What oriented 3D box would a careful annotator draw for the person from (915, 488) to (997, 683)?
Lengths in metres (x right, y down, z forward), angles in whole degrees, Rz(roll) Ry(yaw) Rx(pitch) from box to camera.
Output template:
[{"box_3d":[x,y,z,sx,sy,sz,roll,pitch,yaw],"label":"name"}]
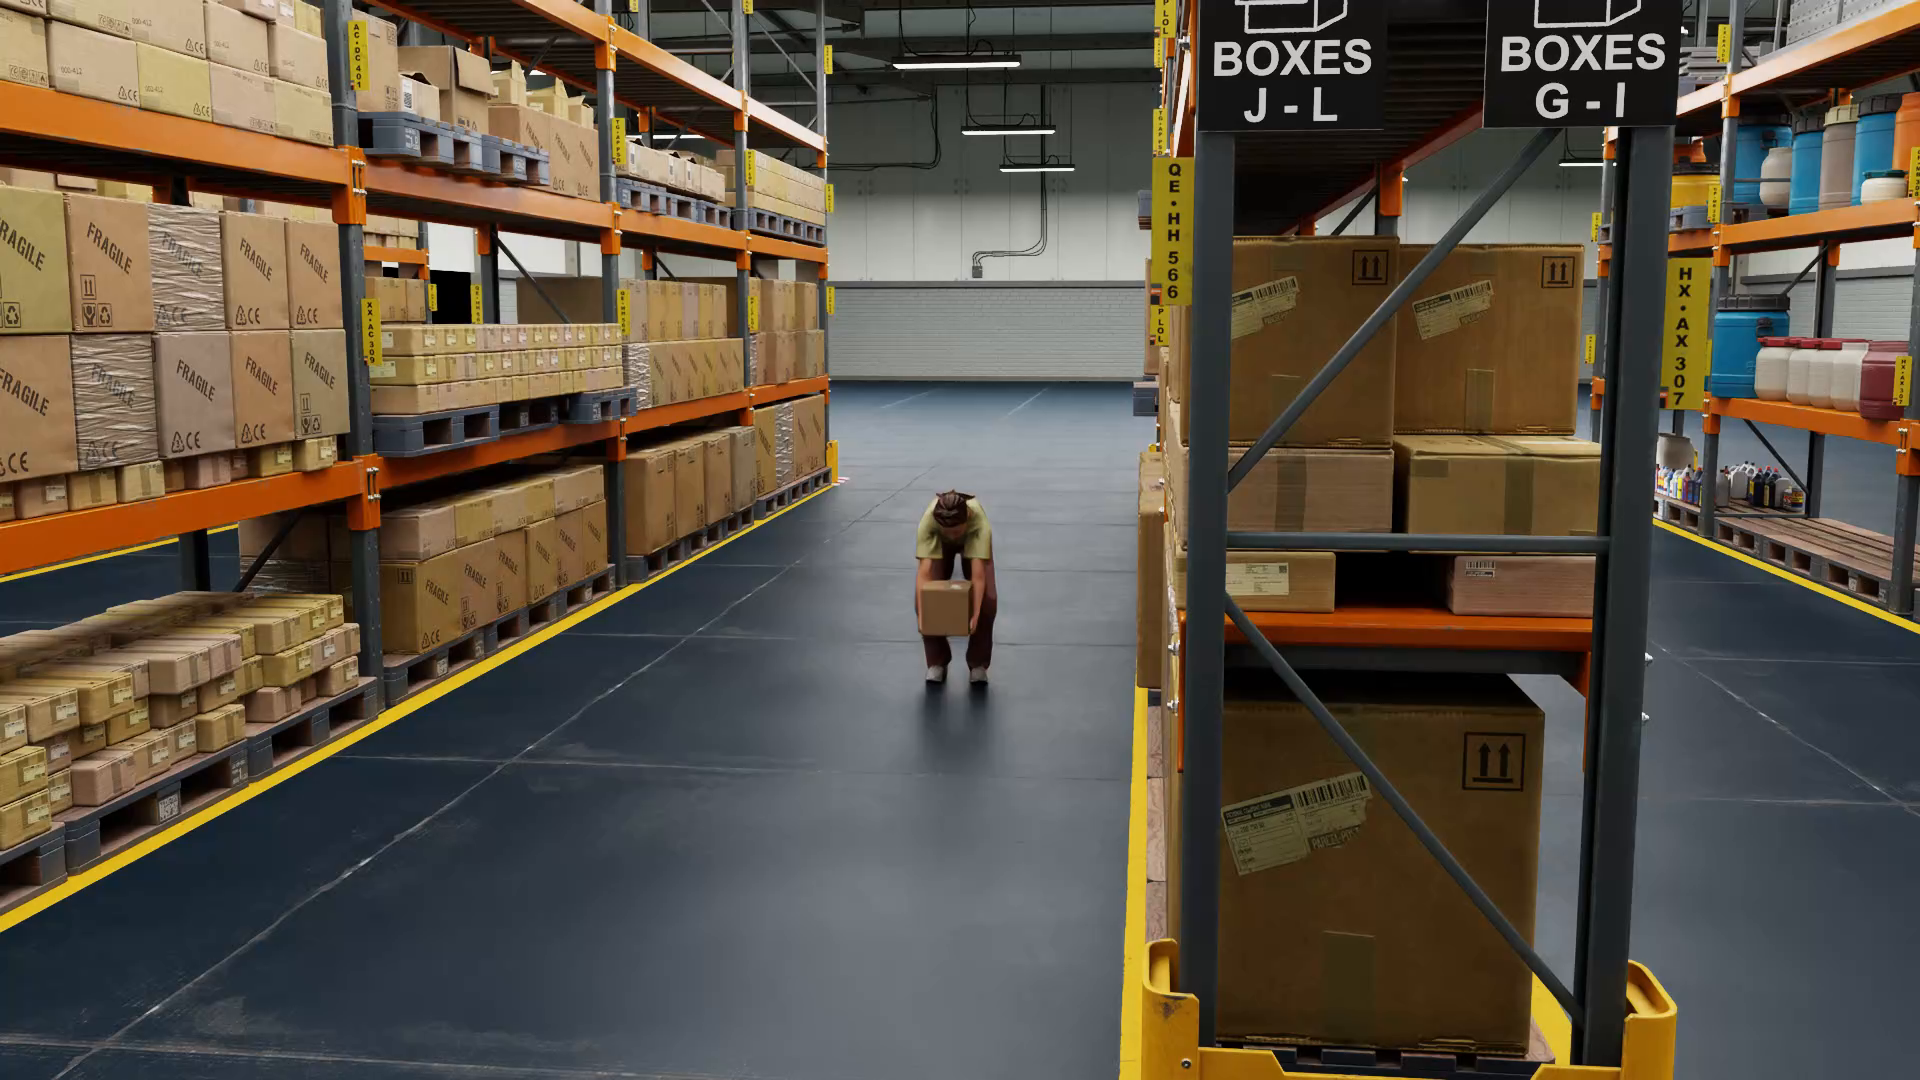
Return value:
[{"box_3d":[-0.027,0.251,9.046,0.451,1.114,0.860,1,8,4],"label":"person"}]
